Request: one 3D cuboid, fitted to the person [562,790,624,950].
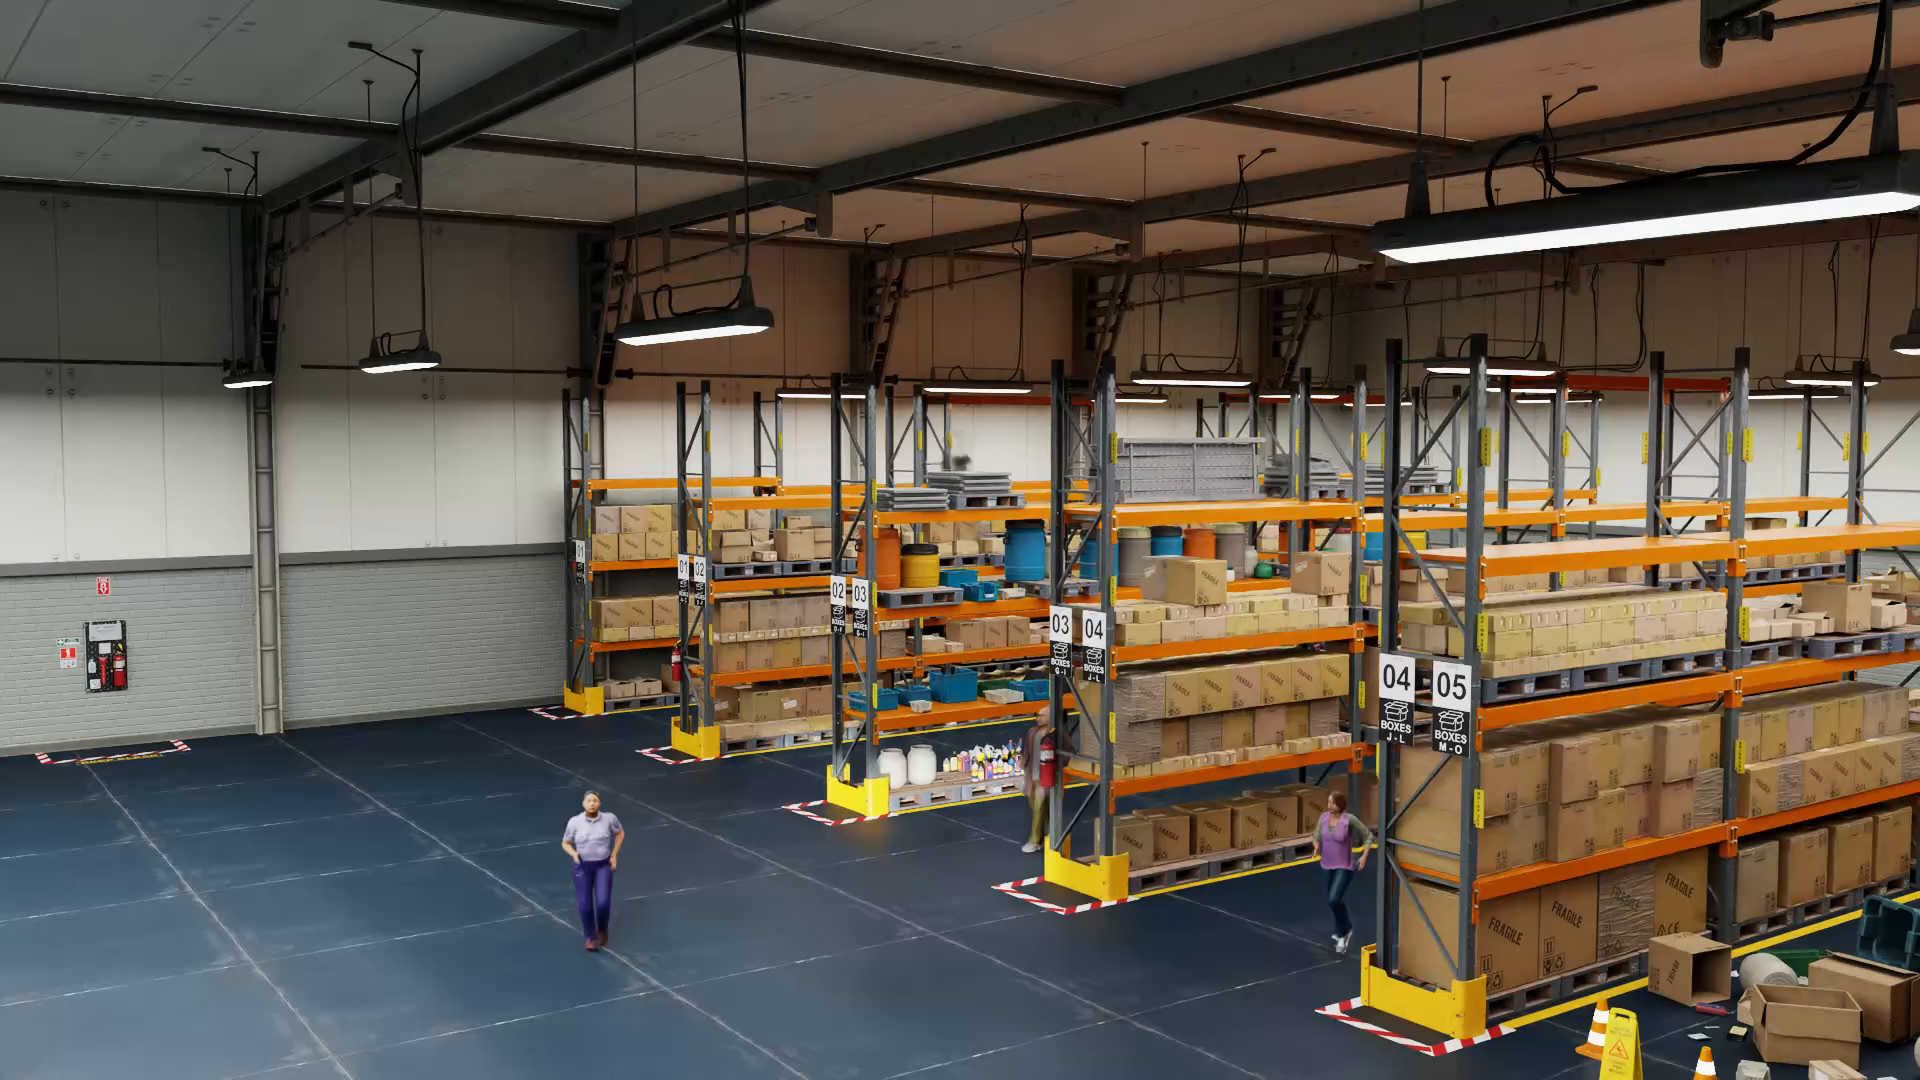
[{"bbox_3d":[-3.650,3.293,16.557,0.607,1.596,0.547,-1,4,-12],"label":"person"}]

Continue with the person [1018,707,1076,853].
[{"bbox_3d":[1.067,2.945,20.666,0.725,1.757,0.913,3,5,39],"label":"person"}]

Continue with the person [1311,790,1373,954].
[{"bbox_3d":[3.773,3.313,16.603,0.562,1.638,0.681,3,5,44],"label":"person"}]
